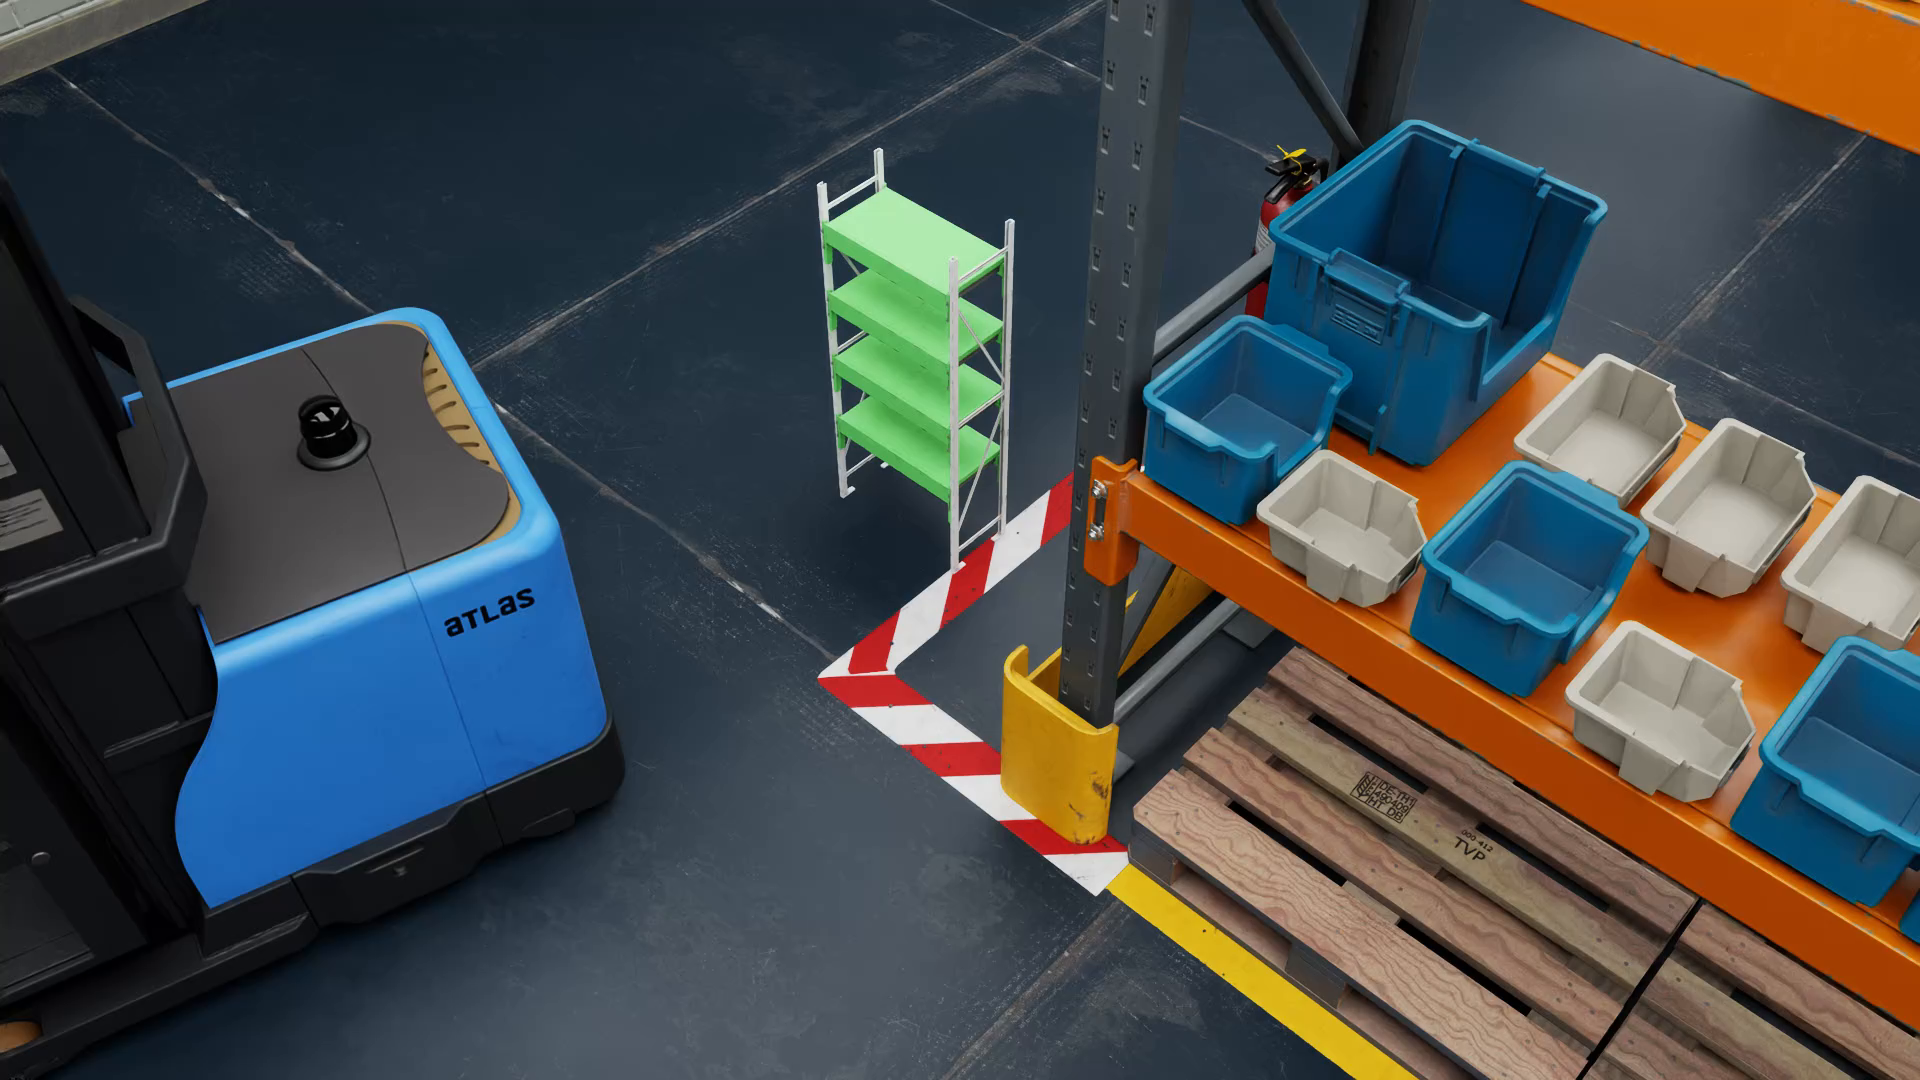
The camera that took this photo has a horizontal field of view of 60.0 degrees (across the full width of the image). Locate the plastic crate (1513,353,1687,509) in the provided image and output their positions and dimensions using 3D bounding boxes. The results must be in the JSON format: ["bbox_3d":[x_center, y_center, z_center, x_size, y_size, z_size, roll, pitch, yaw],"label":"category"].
[{"bbox_3d":[1.357,-0.201,3.521,0.243,0.136,0.396,34,55,28],"label":"plastic crate"}]

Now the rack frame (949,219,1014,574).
[{"bbox_3d":[0.058,-0.372,4.776,0.015,1.200,0.240,34,55,28],"label":"rack frame"}]

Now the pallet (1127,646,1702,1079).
[{"bbox_3d":[1.214,0.806,4.348,1.213,0.211,1.003,34,55,28],"label":"pallet"}]

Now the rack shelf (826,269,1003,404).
[{"bbox_3d":[-0.122,-0.613,4.761,0.480,0.148,0.258,34,55,28],"label":"rack shelf"}]

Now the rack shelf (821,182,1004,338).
[{"bbox_3d":[-0.122,-0.778,4.586,0.480,0.148,0.258,34,55,28],"label":"rack shelf"}]

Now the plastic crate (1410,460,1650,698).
[{"bbox_3d":[1.076,0.084,3.188,0.300,0.233,0.416,34,55,28],"label":"plastic crate"}]

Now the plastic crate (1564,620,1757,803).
[{"bbox_3d":[1.271,0.329,3.023,0.298,0.136,0.250,34,55,28],"label":"plastic crate"}]

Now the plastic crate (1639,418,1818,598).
[{"bbox_3d":[1.560,-0.050,3.379,0.243,0.136,0.396,34,55,28],"label":"plastic crate"}]

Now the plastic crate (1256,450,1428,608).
[{"bbox_3d":[0.772,-0.006,3.338,0.298,0.136,0.250,34,55,28],"label":"plastic crate"}]

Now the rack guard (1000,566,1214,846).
[{"bbox_3d":[0.608,0.274,4.650,0.348,0.500,1.175,34,55,28],"label":"rack guard"}]

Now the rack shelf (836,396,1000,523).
[{"bbox_3d":[-0.122,-0.285,5.111,0.480,0.148,0.258,34,55,28],"label":"rack shelf"}]

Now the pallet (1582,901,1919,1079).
[{"bbox_3d":[2.106,1.409,3.782,1.213,0.211,1.003,34,55,28],"label":"pallet"}]

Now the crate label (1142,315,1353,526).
[{"bbox_3d":[0.593,-0.242,3.493,0.303,0.233,0.416,34,55,28],"label":"crate label"}]

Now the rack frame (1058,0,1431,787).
[{"bbox_3d":[0.634,-0.577,3.734,0.127,3.000,1.000,34,55,28],"label":"rack frame"}]

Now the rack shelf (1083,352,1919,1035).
[{"bbox_3d":[2.104,0.658,3.068,4.000,0.370,1.077,34,55,28],"label":"rack shelf"}]

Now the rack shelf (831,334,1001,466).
[{"bbox_3d":[-0.122,-0.449,4.936,0.480,0.148,0.258,34,55,28],"label":"rack shelf"}]

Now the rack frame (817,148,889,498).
[{"bbox_3d":[-0.301,-0.613,5.003,0.015,1.200,0.240,34,55,28],"label":"rack frame"}]

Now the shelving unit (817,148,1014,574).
[{"bbox_3d":[-0.122,-0.493,4.889,0.503,1.200,0.258,34,55,28],"label":"shelving unit"}]

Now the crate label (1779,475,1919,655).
[{"bbox_3d":[1.781,0.075,3.262,0.243,0.136,0.396,34,55,28],"label":"crate label"}]

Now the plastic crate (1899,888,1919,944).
[{"bbox_3d":[1.781,0.558,2.743,0.300,0.233,0.416,34,55,28],"label":"plastic crate"}]

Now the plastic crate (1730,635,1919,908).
[{"bbox_3d":[1.560,0.409,2.882,0.300,0.233,0.416,34,55,28],"label":"plastic crate"}]

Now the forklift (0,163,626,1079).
[{"bbox_3d":[-2.449,-0.060,3.296,3.031,2.935,1.130,-23,51,-20],"label":"forklift"}]

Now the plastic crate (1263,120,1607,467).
[{"bbox_3d":[1.007,-0.544,3.638,0.499,0.435,0.616,34,55,28],"label":"plastic crate"}]

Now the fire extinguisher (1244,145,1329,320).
[{"bbox_3d":[0.832,-0.741,4.197,0.183,0.674,0.296,34,55,28],"label":"fire extinguisher"}]
